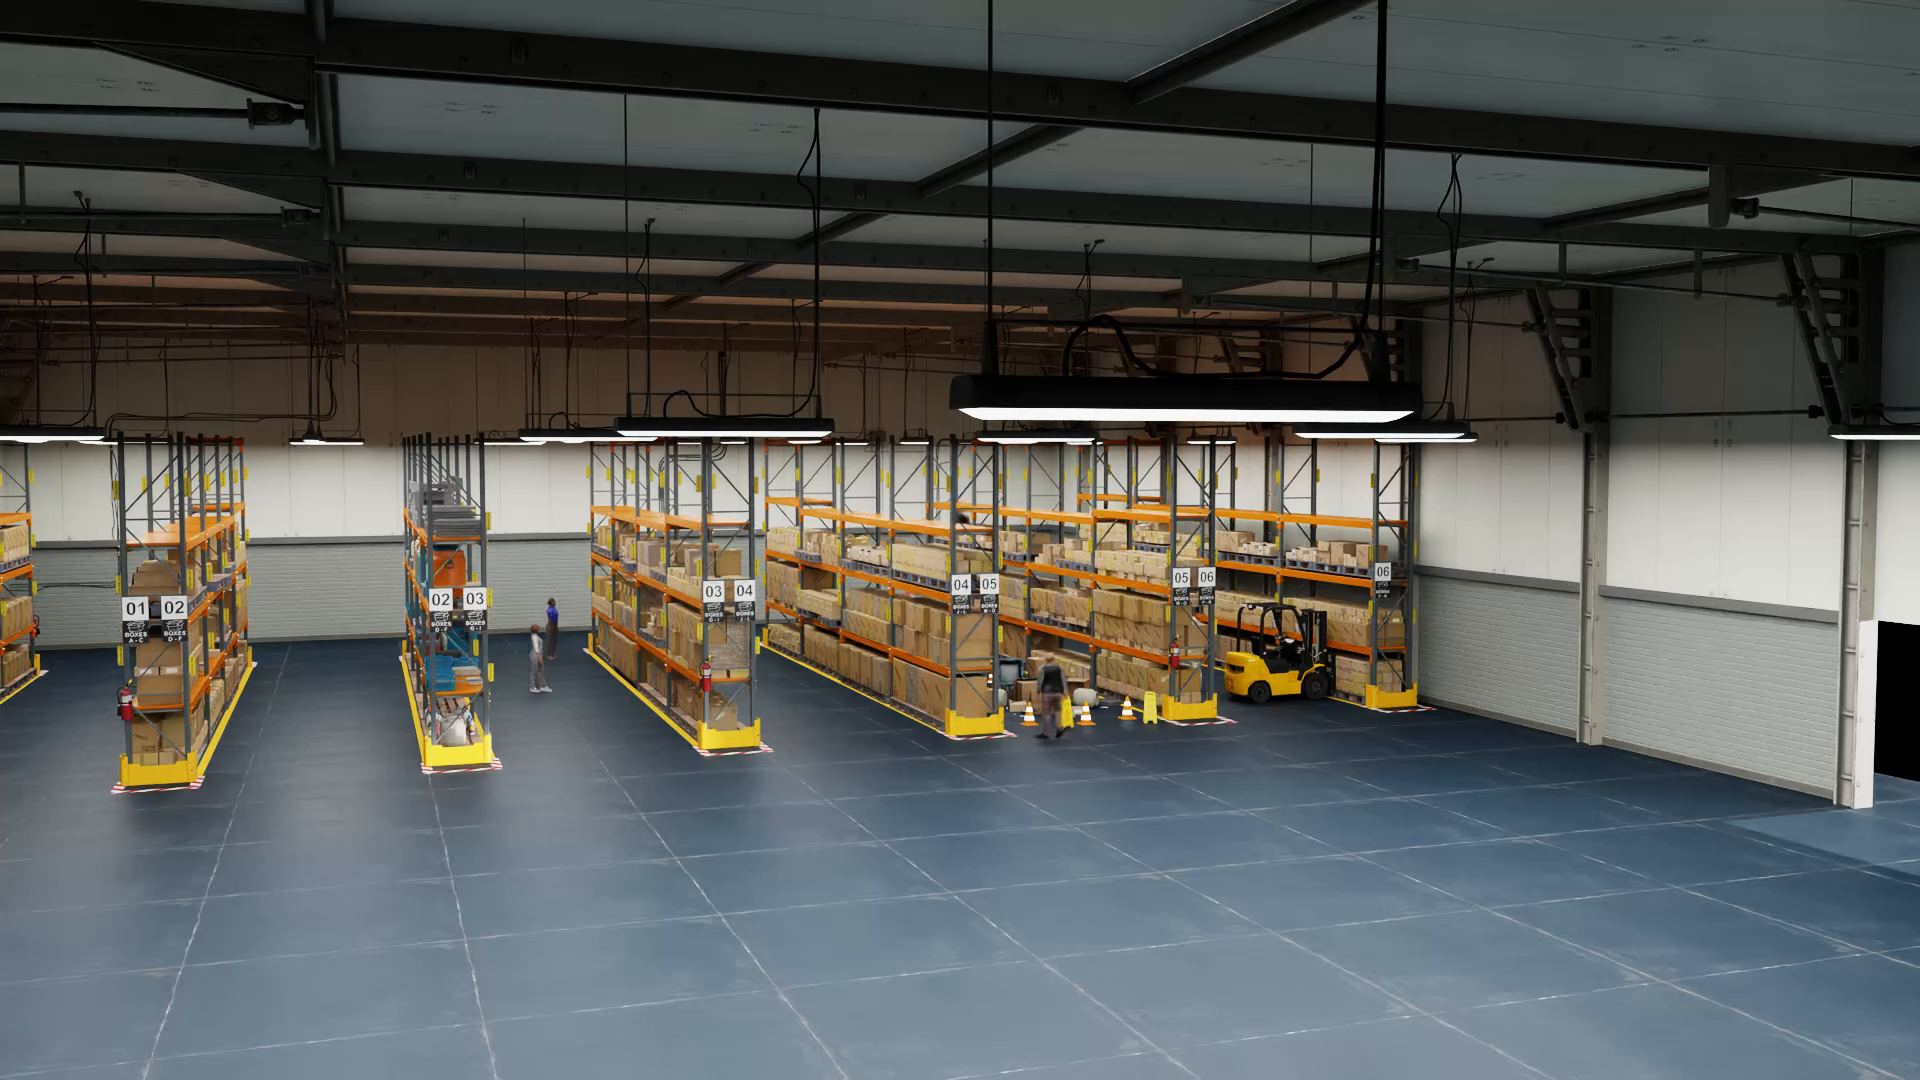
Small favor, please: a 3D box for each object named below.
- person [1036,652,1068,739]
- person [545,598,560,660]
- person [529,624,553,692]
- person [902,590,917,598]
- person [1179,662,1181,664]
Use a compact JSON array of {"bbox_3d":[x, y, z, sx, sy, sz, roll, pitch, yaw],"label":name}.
[{"bbox_3d":[1.805,3.058,32.707,0.608,1.697,0.486,-1,3,-17],"label":"person"},{"bbox_3d":[-11.072,2.394,45.164,0.350,1.671,0.478,1,3,14],"label":"person"},{"bbox_3d":[-9.861,2.770,38.971,0.527,1.615,0.406,0,3,5],"label":"person"},{"bbox_3d":[-1.599,1.814,51.404,0.595,1.700,0.677,2,4,34],"label":"person"},{"bbox_3d":[5.274,2.596,40.703,0.683,1.741,0.571,-1,3,-21],"label":"person"}]
